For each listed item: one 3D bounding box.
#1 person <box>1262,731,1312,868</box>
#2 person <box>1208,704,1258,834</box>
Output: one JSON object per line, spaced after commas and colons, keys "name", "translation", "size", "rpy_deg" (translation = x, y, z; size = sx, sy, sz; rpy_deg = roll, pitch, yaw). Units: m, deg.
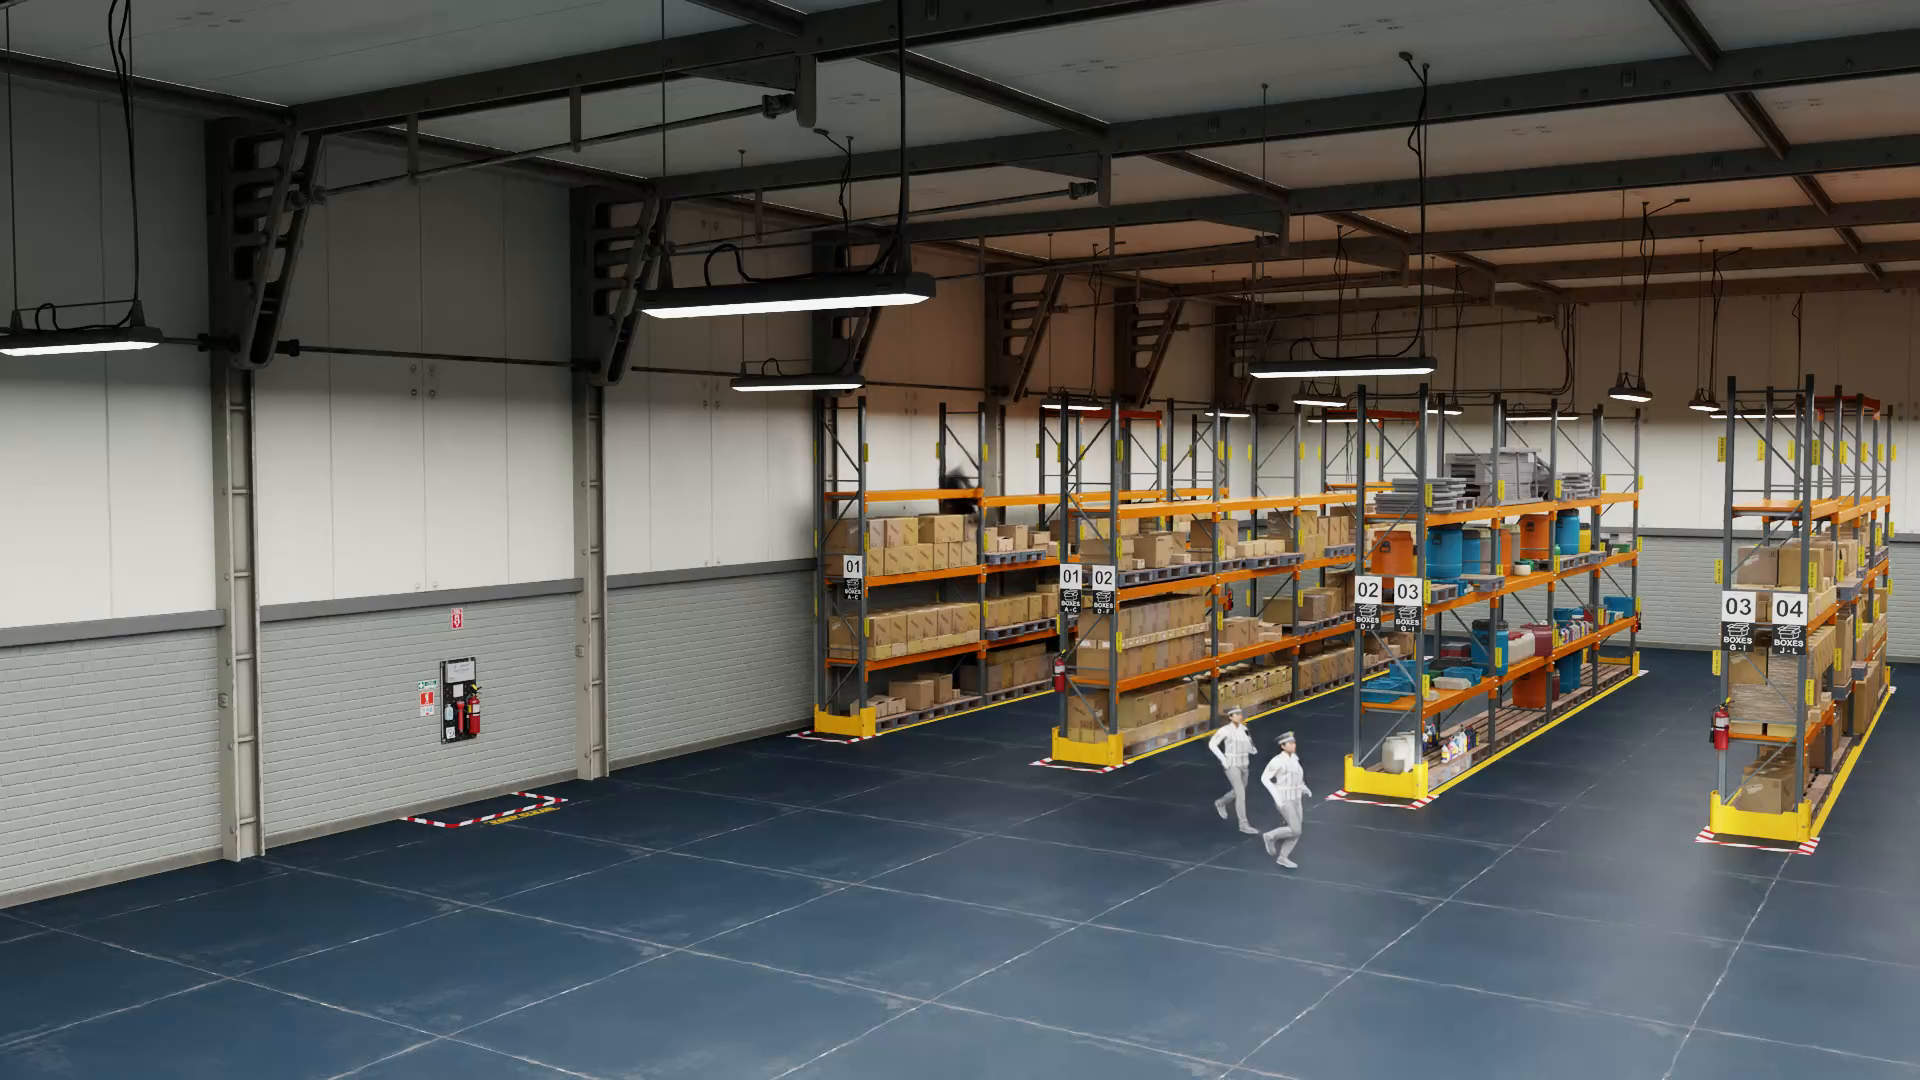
{"name": "person", "translation": [3.963, 3.126, 20.072], "size": [0.614, 1.654, 0.549], "rpy_deg": [-3, 4, -41]}
{"name": "person", "translation": [3.650, 2.995, 22.014], "size": [0.623, 1.669, 0.853], "rpy_deg": [-2, 4, -33]}
